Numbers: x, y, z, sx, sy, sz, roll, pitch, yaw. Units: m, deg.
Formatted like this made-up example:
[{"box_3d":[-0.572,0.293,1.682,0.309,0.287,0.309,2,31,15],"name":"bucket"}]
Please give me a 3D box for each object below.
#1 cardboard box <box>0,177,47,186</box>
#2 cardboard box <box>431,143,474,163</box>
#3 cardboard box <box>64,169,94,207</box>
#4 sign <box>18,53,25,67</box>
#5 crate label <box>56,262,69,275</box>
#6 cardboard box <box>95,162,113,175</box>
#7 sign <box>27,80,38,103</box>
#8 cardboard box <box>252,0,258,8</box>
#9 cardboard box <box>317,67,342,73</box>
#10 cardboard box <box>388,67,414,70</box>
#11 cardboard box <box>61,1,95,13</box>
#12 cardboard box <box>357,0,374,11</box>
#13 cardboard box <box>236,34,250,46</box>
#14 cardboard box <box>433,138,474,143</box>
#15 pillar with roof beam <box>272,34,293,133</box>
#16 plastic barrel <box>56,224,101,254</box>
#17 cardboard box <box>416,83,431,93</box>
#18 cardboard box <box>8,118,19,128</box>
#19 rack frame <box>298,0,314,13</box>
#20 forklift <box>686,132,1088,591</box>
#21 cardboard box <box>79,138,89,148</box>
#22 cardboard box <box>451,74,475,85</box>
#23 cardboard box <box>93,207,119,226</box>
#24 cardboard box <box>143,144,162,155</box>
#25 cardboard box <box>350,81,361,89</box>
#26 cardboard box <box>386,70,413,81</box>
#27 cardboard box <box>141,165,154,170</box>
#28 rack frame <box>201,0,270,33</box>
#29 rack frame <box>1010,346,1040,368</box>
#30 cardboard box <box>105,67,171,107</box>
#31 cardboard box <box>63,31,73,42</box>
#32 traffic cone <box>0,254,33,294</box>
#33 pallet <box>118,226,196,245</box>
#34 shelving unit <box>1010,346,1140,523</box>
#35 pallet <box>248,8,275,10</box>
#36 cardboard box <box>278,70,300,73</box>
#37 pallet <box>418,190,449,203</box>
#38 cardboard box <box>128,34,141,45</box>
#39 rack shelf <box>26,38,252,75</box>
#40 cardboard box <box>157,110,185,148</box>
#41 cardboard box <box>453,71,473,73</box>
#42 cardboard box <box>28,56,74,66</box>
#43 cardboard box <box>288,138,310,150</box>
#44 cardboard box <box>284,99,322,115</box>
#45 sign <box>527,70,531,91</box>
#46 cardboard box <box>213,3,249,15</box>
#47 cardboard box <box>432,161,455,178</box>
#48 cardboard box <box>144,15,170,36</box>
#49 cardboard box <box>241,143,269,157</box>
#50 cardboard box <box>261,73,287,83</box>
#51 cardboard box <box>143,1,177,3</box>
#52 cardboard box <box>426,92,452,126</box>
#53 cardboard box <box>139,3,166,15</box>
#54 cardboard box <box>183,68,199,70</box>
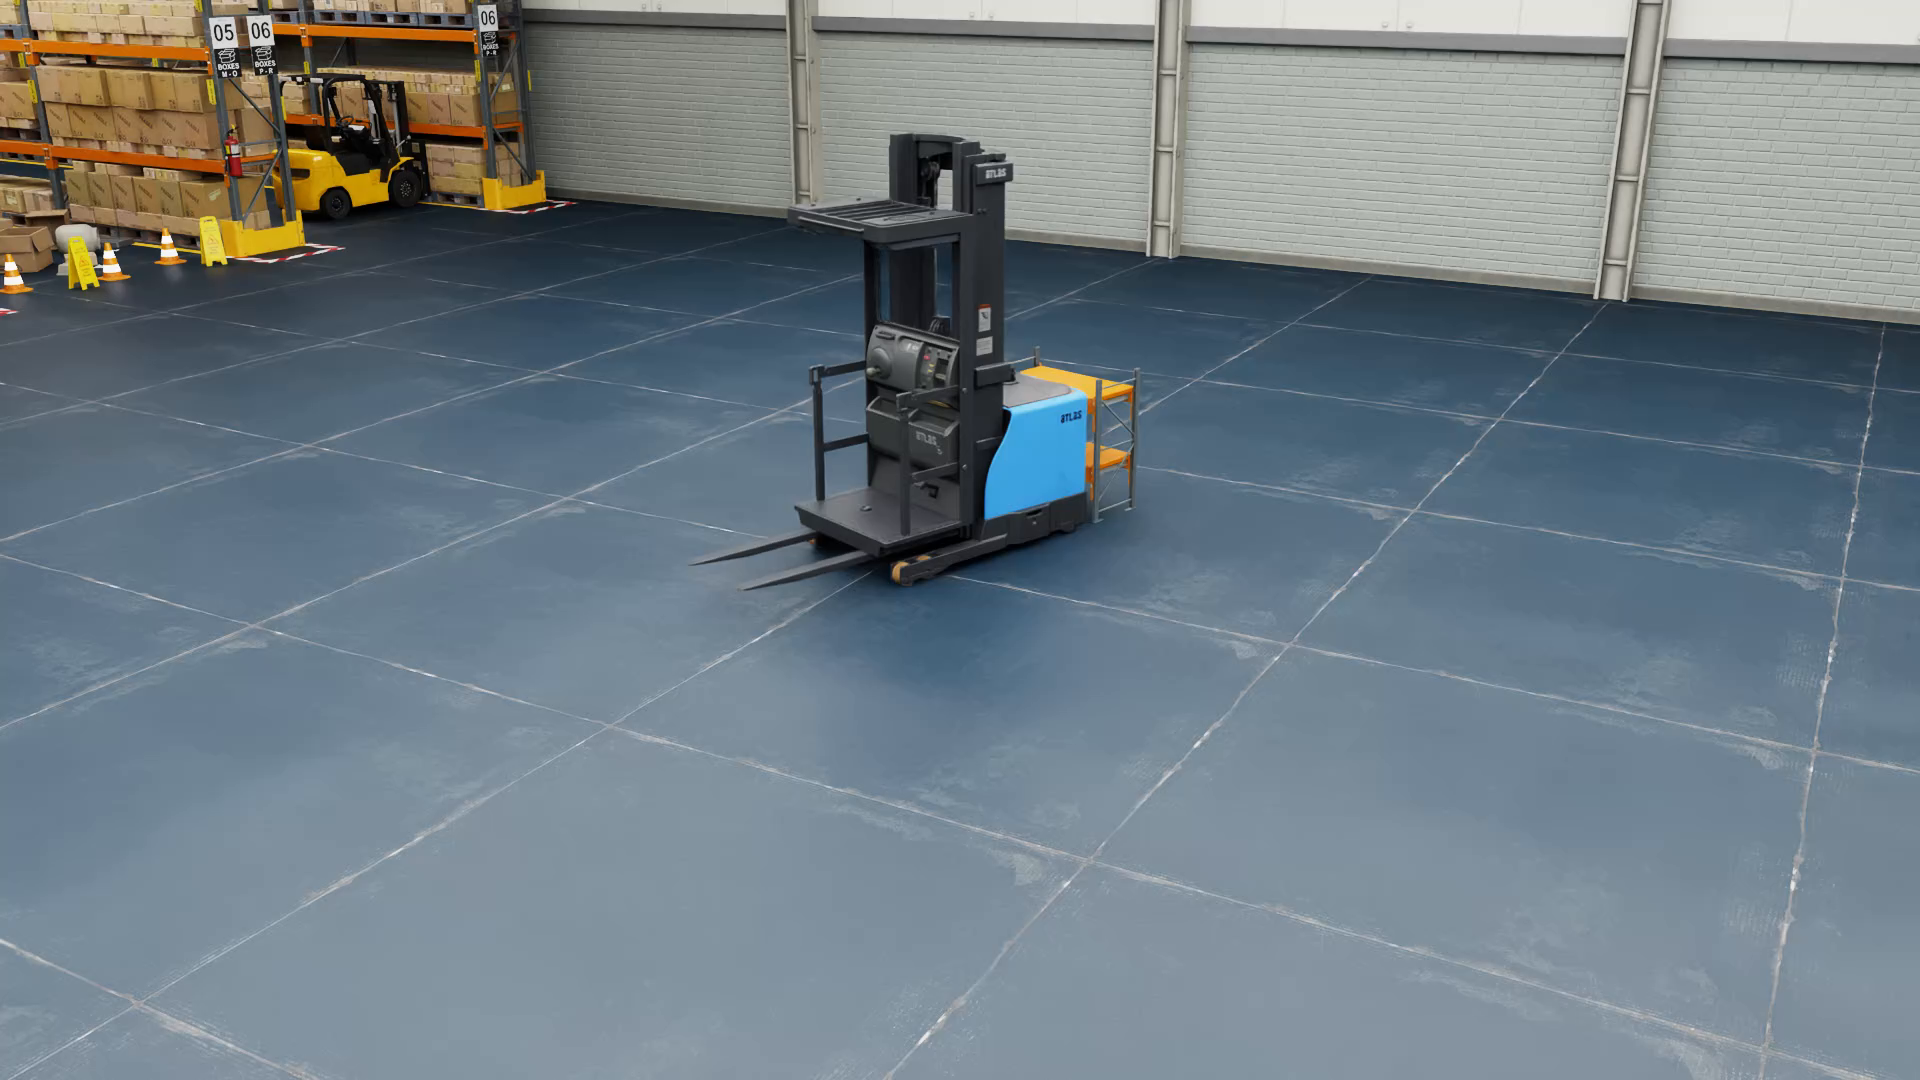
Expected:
[{"box_3d":[-15.055,-5.493,26.347,0.625,0.372,0.950,12,23,29],"name":"cardboard box"},{"box_3d":[-8.452,-6.466,27.741,0.500,0.250,0.500,11,23,28],"name":"cardboard box"},{"box_3d":[-12.975,-5.290,24.866,0.500,0.500,0.500,12,23,30],"name":"cardboard box"},{"box_3d":[-18.183,-9.264,32.235,0.005,0.325,0.100,11,23,27],"name":"sign"},{"box_3d":[-11.832,-3.613,22.124,0.298,0.136,0.250,0,20,-1],"name":"crate label"},{"box_3d":[-12.446,-5.471,24.414,0.250,0.149,0.380,12,23,29],"name":"cardboard box"},{"box_3d":[-13.626,-6.589,24.434,0.005,0.325,0.100,11,23,27],"name":"sign"},{"box_3d":[-12.049,-9.318,28.861,0.250,0.149,0.380,11,23,27],"name":"cardboard box"},{"box_3d":[-10.808,-8.040,28.596,0.250,0.149,0.380,11,23,28],"name":"cardboard box"},{"box_3d":[-9.613,-8.052,28.629,0.250,0.149,0.380,10,22,26],"name":"cardboard box"},{"box_3d":[-12.559,-7.595,23.705,0.250,0.149,0.380,11,22,27],"name":"cardboard box"},{"box_3d":[-9.794,-8.943,27.657,0.258,0.266,0.396,10,22,26],"name":"cardboard box"},{"box_3d":[-9.998,-6.990,23.204,0.250,0.149,0.380,11,23,27],"name":"cardboard box"},{"box_3d":[-8.646,-6.704,28.397,0.500,0.250,0.500,11,22,27],"name":"cardboard box"},{"box_3d":[-14.955,-9.945,26.584,0.400,9.000,9.100,11,23,27],"name":"pillar with roof beam"},{"box_3d":[-12.408,-4.227,23.398,0.512,0.421,0.421,-7,21,-20],"name":"plastic barrel"},{"box_3d":[-8.790,-7.520,27.600,0.250,0.149,0.380,10,22,26],"name":"cardboard box"},{"box_3d":[-14.164,-6.343,25.204,0.250,0.149,0.380,10,22,26],"name":"cardboard box"},{"box_3d":[-10.941,-10.509,28.141,0.127,3.000,1.000,11,23,27],"name":"rack frame"},{"box_3d":[-0.494,-1.263,11.548,3.031,2.935,1.130,-16,25,-38],"name":"forklift"},{"box_3d":[-12.748,-5.883,24.554,0.250,0.149,0.380,11,23,27],"name":"cardboard box"},{"box_3d":[-8.095,-7.544,27.230,0.250,0.149,0.380,11,23,27],"name":"cardboard box"},{"box_3d":[-12.504,-4.852,24.758,0.500,0.250,0.500,12,23,30],"name":"cardboard box"},{"box_3d":[-11.448,-5.618,23.822,0.250,0.149,0.380,11,22,27],"name":"cardboard box"},{"box_3d":[-10.144,-7.769,28.286,0.250,0.149,0.380,11,23,28],"name":"cardboard box"},{"box_3d":[-9.418,-7.813,27.971,0.250,0.149,0.380,11,23,28],"name":"cardboard box"},{"box_3d":[-12.266,-5.366,25.075,0.500,0.500,0.500,11,23,28],"name":"cardboard box"},{"box_3d":[-9.867,-8.366,22.232,0.127,3.000,1.000,11,23,27],"name":"rack frame"},{"box_3d":[0.458,-0.960,13.363,0.032,1.125,0.500,18,27,41],"name":"rack frame"},{"box_3d":[-11.720,-6.487,23.802,0.500,0.500,0.700,11,22,27],"name":"cardboard box"},{"box_3d":[-12.735,-7.310,24.087,0.250,0.149,0.380,11,23,27],"name":"cardboard box"},{"box_3d":[-11.964,-3.374,20.987,0.334,0.463,0.336,11,23,27],"name":"traffic cone"},{"box_3d":[-11.686,-4.596,24.727,1.213,0.211,1.003,11,23,27],"name":"pallet"},{"box_3d":[0.825,-0.840,13.032,1.048,1.125,0.538,18,27,41],"name":"shelving unit"},{"box_3d":[-12.820,-9.404,29.770,1.213,0.211,1.003,12,23,30],"name":"pallet"},{"box_3d":[-12.008,-8.351,29.890,0.250,0.149,0.380,11,23,27],"name":"cardboard box"},{"box_3d":[-9.198,-6.031,28.682,1.213,0.211,1.003,11,23,27],"name":"pallet"},{"box_3d":[-11.419,-7.035,23.330,0.250,0.149,0.380,10,22,26],"name":"cardboard box"},{"box_3d":[-11.613,-6.950,23.783,4.000,0.370,1.077,11,23,27],"name":"rack shelf"},{"box_3d":[-10.910,-5.825,23.443,0.500,0.500,0.500,11,23,27],"name":"cardboard box"},{"box_3d":[-8.296,-7.774,27.864,0.250,0.149,0.380,11,23,28],"name":"cardboard box"},{"box_3d":[-17.612,-9.117,32.337,0.500,0.500,0.700,11,23,29],"name":"cardboard box"},{"box_3d":[-11.402,-6.854,29.727,0.625,0.625,0.875,12,23,30],"name":"cardboard box"},{"box_3d":[-11.509,-7.625,29.206,0.500,0.250,0.500,11,23,29],"name":"cardboard box"},{"box_3d":[-7.173,-7.632,27.622,0.005,0.325,0.100,11,23,27],"name":"sign"},{"box_3d":[-10.077,-7.332,22.980,0.250,0.149,0.380,11,22,27],"name":"cardboard box"},{"box_3d":[-8.459,-6.238,27.847,0.500,0.250,0.500,11,22,27],"name":"cardboard box"},{"box_3d":[-10.877,-7.118,22.974,0.500,0.250,0.500,10,22,27],"name":"cardboard box"},{"box_3d":[-10.062,-5.546,23.623,0.250,0.149,0.380,11,23,28],"name":"cardboard box"},{"box_3d":[-12.064,-8.130,29.281,0.250,0.149,0.380,10,22,26],"name":"cardboard box"},{"box_3d":[-11.391,-7.595,23.704,0.250,0.149,0.380,11,23,28],"name":"cardboard box"},{"box_3d":[-8.455,-7.164,27.569,0.500,0.500,0.500,12,23,29],"name":"cardboard box"},{"box_3d":[-11.150,-7.373,23.091,0.250,0.149,0.380,11,23,27],"name":"cardboard box"},{"box_3d":[-14.065,-8.522,30.361,0.250,0.149,0.380,11,23,28],"name":"cardboard box"}]
